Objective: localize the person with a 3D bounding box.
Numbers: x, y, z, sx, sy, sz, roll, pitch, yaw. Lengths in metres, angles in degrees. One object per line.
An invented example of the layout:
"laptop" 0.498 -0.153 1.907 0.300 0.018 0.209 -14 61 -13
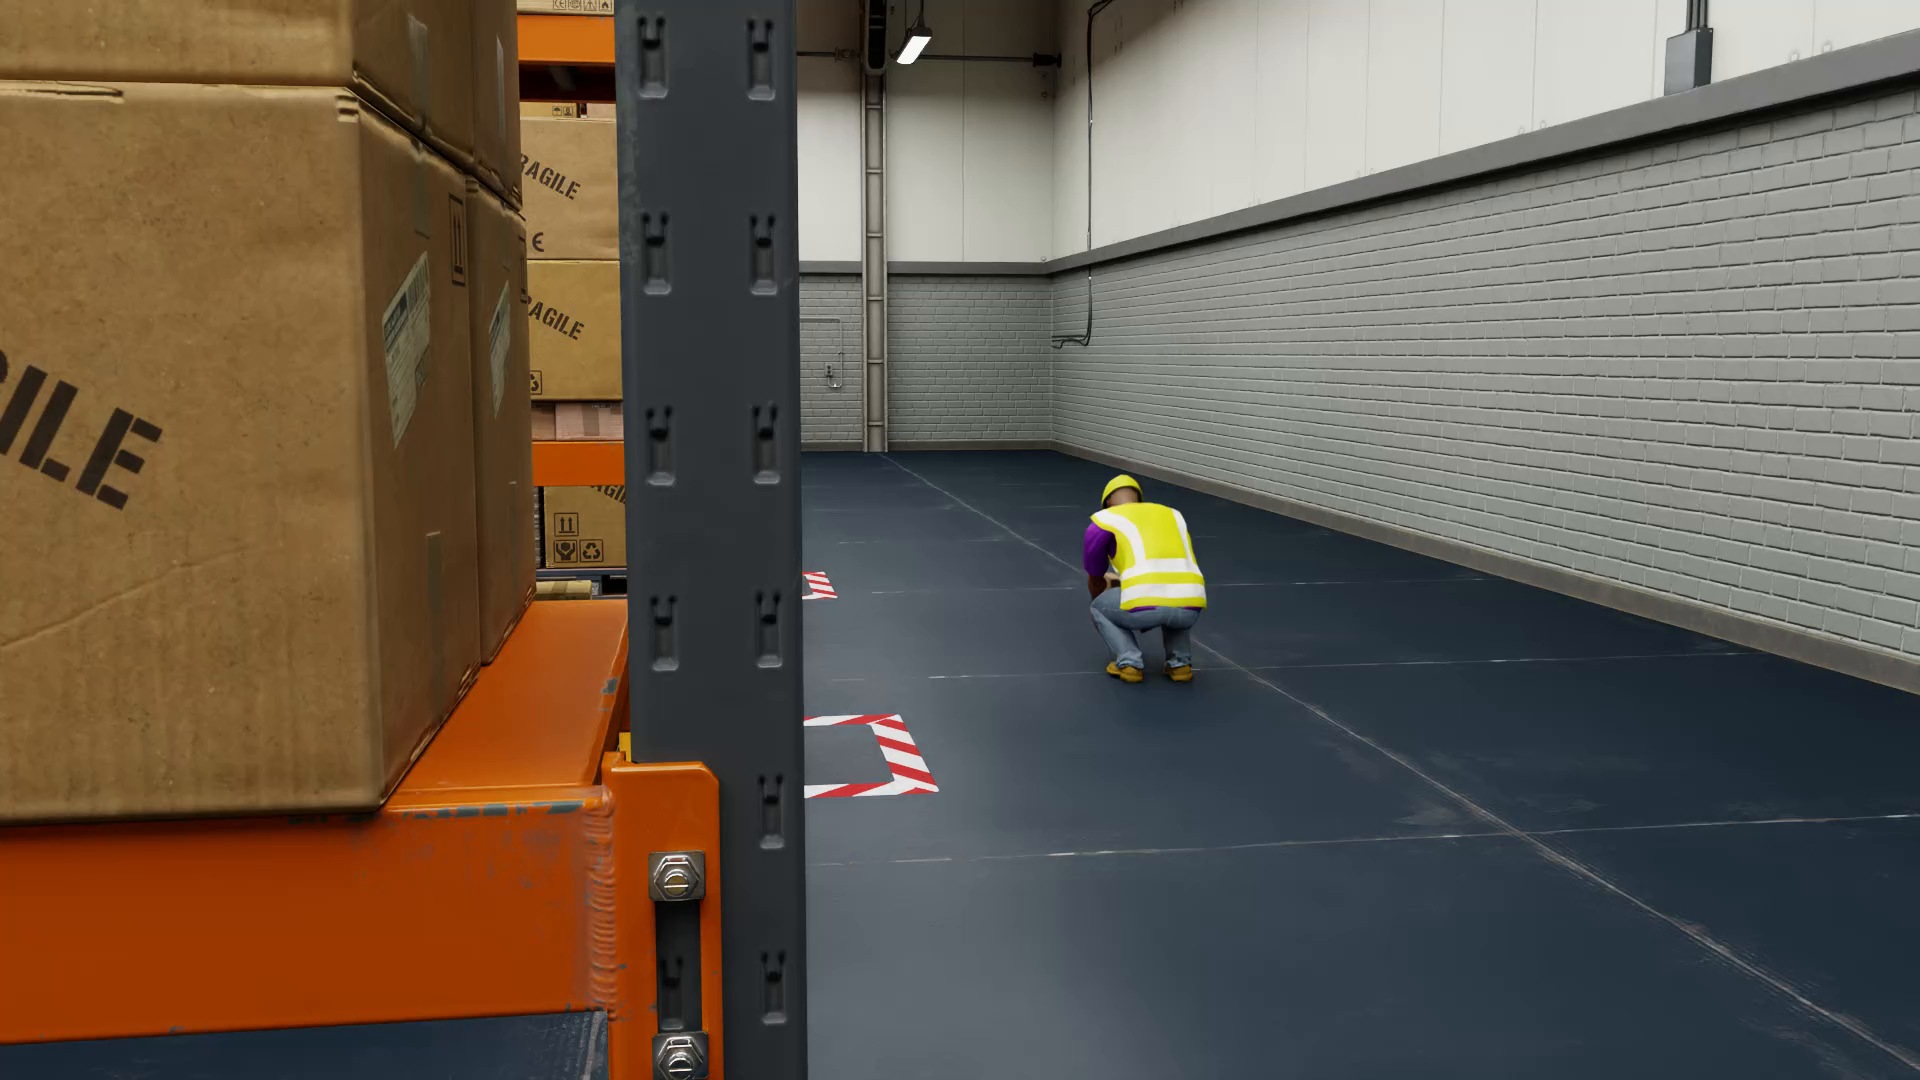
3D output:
"person" 0.924 0.183 8.451 0.586 0.999 0.881 -1 7 -9
